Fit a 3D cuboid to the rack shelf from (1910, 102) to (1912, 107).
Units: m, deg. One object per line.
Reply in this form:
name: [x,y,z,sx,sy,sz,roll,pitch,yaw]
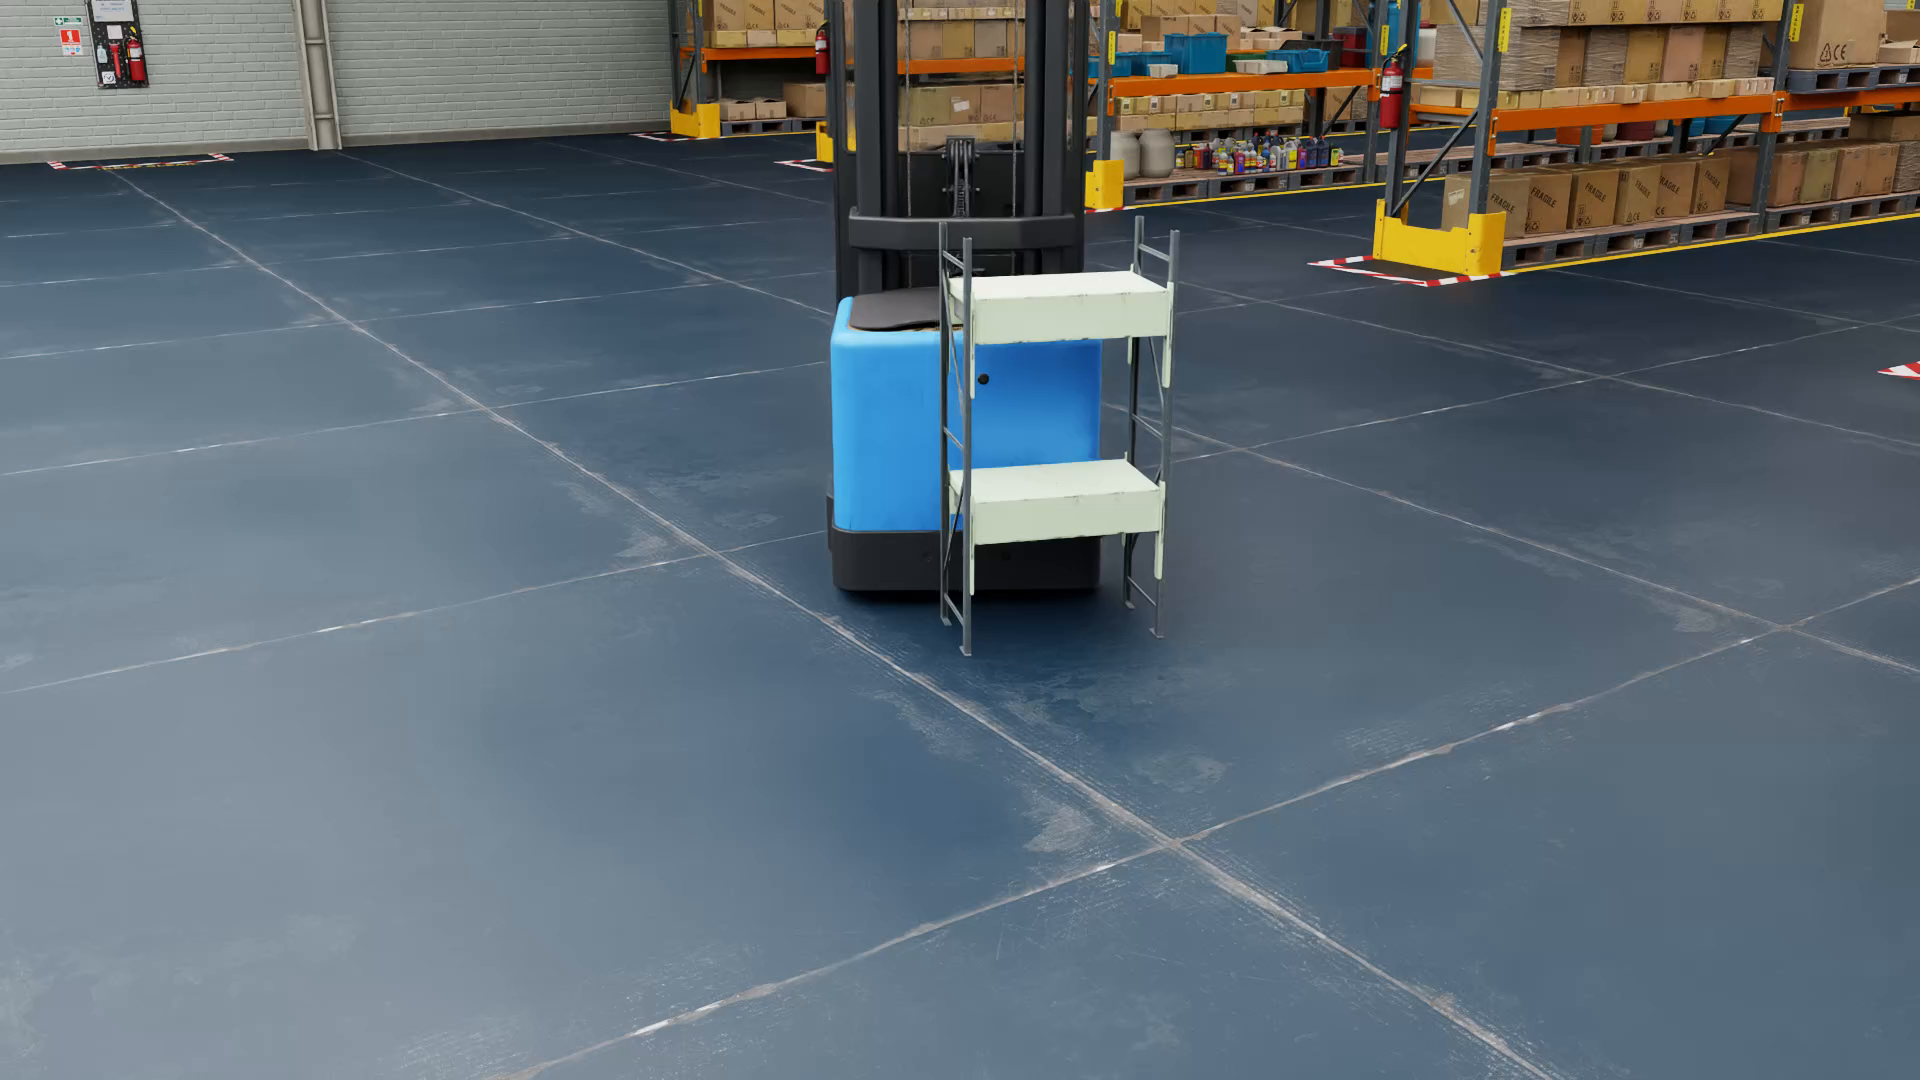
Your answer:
rack shelf: [12.338,-5.174,18.990,4.000,0.370,1.077,-12,22,-31]

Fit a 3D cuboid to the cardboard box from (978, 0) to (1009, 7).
cardboard box: [0.257,-7.426,22.344,0.500,0.500,0.700,-12,22,-31]

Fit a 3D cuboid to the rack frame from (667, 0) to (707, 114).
rack frame: [-4.187,-7.729,25.422,0.127,3.000,1.000,-12,22,-31]

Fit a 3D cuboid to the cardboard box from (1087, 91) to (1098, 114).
cardboard box: [2.062,-6.419,24.310,0.500,0.311,0.500,-12,22,-31]

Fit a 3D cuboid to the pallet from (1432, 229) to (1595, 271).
pallet: [4.748,-2.580,14.546,1.213,0.211,1.003,-12,22,-31]

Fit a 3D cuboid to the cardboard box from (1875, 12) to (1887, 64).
cardboard box: [8.724,-5.036,16.641,0.637,0.503,0.797,-9,21,-26]

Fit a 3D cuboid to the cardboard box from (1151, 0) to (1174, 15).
cardboard box: [3.484,-9.442,29.839,0.500,0.500,0.500,-11,22,-30]

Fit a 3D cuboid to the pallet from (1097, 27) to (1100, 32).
pallet: [1.958,-8.893,29.165,1.003,0.211,1.213,-12,22,-31]

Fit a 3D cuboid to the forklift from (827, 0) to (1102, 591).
forklift: [-0.009,-1.611,7.435,1.130,2.935,3.031,0,19,-1]

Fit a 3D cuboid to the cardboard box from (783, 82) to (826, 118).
cardboard box: [-2.443,-7.067,26.681,0.500,0.500,0.700,-14,23,-35]

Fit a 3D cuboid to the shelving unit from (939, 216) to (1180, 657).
shelving unit: [0.339,-0.378,6.022,0.755,1.500,0.431,-4,19,-13]

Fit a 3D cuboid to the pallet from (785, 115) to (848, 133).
pallet: [-2.407,-6.768,26.935,1.213,0.211,1.003,-12,22,-31]

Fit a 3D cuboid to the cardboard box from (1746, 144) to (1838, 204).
cardboard box: [8.260,-3.664,16.615,0.500,0.500,0.700,-12,22,-32]

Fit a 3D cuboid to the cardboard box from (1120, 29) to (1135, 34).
cardboard box: [2.897,-9.024,29.615,0.250,0.149,0.380,-12,22,-32]

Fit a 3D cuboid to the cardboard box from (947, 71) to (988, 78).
cardboard box: [0.126,-8.025,28.344,0.500,0.250,0.500,-12,22,-33]

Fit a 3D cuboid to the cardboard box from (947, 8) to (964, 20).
cardboard box: [-0.152,-6.953,21.958,0.250,0.149,0.380,-13,23,-33]

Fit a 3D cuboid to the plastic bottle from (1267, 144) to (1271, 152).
plastic bottle: [3.596,-4.424,19.203,0.133,0.283,0.061,-12,22,-31]

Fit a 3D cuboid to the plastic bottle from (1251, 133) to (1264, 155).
plastic bottle: [3.543,-4.672,19.831,0.185,0.351,0.144,-13,23,-34]

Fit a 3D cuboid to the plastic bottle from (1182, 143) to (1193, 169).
plastic bottle: [2.642,-4.466,19.327,0.133,0.283,0.061,-11,22,-30]

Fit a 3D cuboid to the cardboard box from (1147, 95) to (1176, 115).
cardboard box: [2.785,-6.364,24.147,0.500,0.311,0.500,-12,22,-32]

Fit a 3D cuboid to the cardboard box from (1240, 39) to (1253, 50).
cardboard box: [4.188,-7.455,25.004,0.250,0.149,0.380,-10,21,-27]

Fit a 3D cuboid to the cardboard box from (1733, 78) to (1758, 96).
cardboard box: [7.095,-4.181,15.322,0.250,0.149,0.380,-12,22,-31]

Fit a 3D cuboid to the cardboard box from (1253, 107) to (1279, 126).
cardboard box: [4.489,-6.460,25.307,0.500,0.250,0.500,-12,22,-32]

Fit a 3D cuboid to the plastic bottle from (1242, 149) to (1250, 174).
plastic bottle: [3.234,-4.291,18.827,0.097,0.271,0.097,0,19,0]

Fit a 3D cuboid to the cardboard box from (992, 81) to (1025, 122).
cardboard box: [0.775,-6.046,22.912,0.500,0.500,0.500,-12,22,-31]

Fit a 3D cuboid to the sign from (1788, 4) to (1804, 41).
sign: [7.632,-4.725,15.185,0.005,0.325,0.100,-12,22,-31]

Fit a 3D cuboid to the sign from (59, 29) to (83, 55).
sign: [-11.692,-6.548,21.875,0.234,0.329,0.001,-12,22,-31]

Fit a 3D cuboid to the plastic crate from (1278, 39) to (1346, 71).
plastic crate: [4.096,-5.696,19.505,0.504,0.338,0.767,-12,22,-31]

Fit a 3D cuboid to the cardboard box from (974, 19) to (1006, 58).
cardboard box: [0.229,-6.804,22.530,0.500,0.500,0.700,-11,22,-30]

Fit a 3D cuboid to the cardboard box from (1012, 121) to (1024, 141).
cardboard box: [0.782,-5.688,23.022,0.500,0.250,0.500,-12,22,-31]

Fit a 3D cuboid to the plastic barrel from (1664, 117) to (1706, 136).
plastic barrel: [10.229,-6.181,23.465,0.708,0.901,0.600,-12,22,-31]

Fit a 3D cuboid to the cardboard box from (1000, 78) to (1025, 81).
cardboard box: [0.909,-6.272,23.581,0.500,0.500,0.500,-12,22,-31]

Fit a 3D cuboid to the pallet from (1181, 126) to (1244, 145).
pallet: [3.495,-6.144,25.089,1.213,0.211,1.003,-12,22,-31]

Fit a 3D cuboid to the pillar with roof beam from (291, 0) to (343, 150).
pillar with roof beam: [-6.721,-8.717,18.978,0.400,9.000,9.100,-12,22,-31]

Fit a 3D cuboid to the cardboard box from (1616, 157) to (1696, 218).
cardboard box: [6.497,-3.310,15.601,0.500,0.500,0.500,-5,19,-14]

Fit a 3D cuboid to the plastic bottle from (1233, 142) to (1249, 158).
plastic bottle: [3.290,-4.527,19.517,0.135,0.276,0.152,-12,22,-31]

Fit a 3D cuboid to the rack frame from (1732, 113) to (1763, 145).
rack frame: [11.284,-7.192,23.836,0.127,3.000,1.000,-12,22,-31]

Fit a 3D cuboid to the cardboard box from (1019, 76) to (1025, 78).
cardboard box: [1.029,-7.866,29.046,0.500,0.500,0.700,-12,22,-32]

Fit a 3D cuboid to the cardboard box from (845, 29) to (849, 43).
cardboard box: [-1.907,-8.029,26.513,0.500,0.250,0.500,-12,22,-32]

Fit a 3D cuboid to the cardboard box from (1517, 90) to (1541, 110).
cardboard box: [4.575,-3.660,13.780,0.250,0.149,0.380,-12,22,-31]

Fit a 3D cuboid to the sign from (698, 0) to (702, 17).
sign: [-3.888,-7.994,24.854,0.005,0.325,0.100,-12,22,-31]

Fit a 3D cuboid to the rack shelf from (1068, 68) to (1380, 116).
rack shelf: [2.932,-5.090,18.741,4.000,0.370,1.077,-12,22,-31]

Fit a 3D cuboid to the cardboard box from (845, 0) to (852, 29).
cardboard box: [-1.911,-8.385,26.397,0.500,0.500,0.500,-13,22,-33]

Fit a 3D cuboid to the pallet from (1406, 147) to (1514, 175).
pallet: [6.257,-4.827,21.193,1.213,0.211,1.003,-12,22,-31]

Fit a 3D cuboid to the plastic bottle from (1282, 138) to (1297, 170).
plastic bottle: [3.793,-4.455,19.189,0.185,0.351,0.144,-12,22,-32]

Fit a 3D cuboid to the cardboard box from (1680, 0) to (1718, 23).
cardboard box: [6.267,-4.791,14.551,0.500,0.500,0.500,-12,22,-31]

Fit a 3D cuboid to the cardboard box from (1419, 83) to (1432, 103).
cardboard box: [7.472,-7.205,27.091,0.500,0.500,0.500,-12,22,-31]

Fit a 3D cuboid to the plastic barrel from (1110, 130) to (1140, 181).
plastic barrel: [1.770,-4.235,18.318,0.421,0.512,0.421,0,19,0]

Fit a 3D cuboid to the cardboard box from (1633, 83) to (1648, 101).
cardboard box: [5.797,-3.939,14.605,0.250,0.149,0.380,-12,22,-31]

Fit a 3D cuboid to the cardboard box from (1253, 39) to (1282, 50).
cardboard box: [4.623,-7.462,25.025,0.250,0.149,0.380,-12,22,-31]

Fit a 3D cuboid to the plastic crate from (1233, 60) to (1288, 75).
plastic crate: [3.386,-5.304,18.663,0.437,0.136,0.530,-12,22,-31]

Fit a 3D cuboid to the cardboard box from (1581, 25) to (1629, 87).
cardboard box: [5.254,-4.228,14.448,0.500,0.500,0.875,-12,22,-31]

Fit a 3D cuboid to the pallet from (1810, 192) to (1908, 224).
pallet: [8.996,-3.491,17.242,1.213,0.211,1.003,-12,22,-31]
